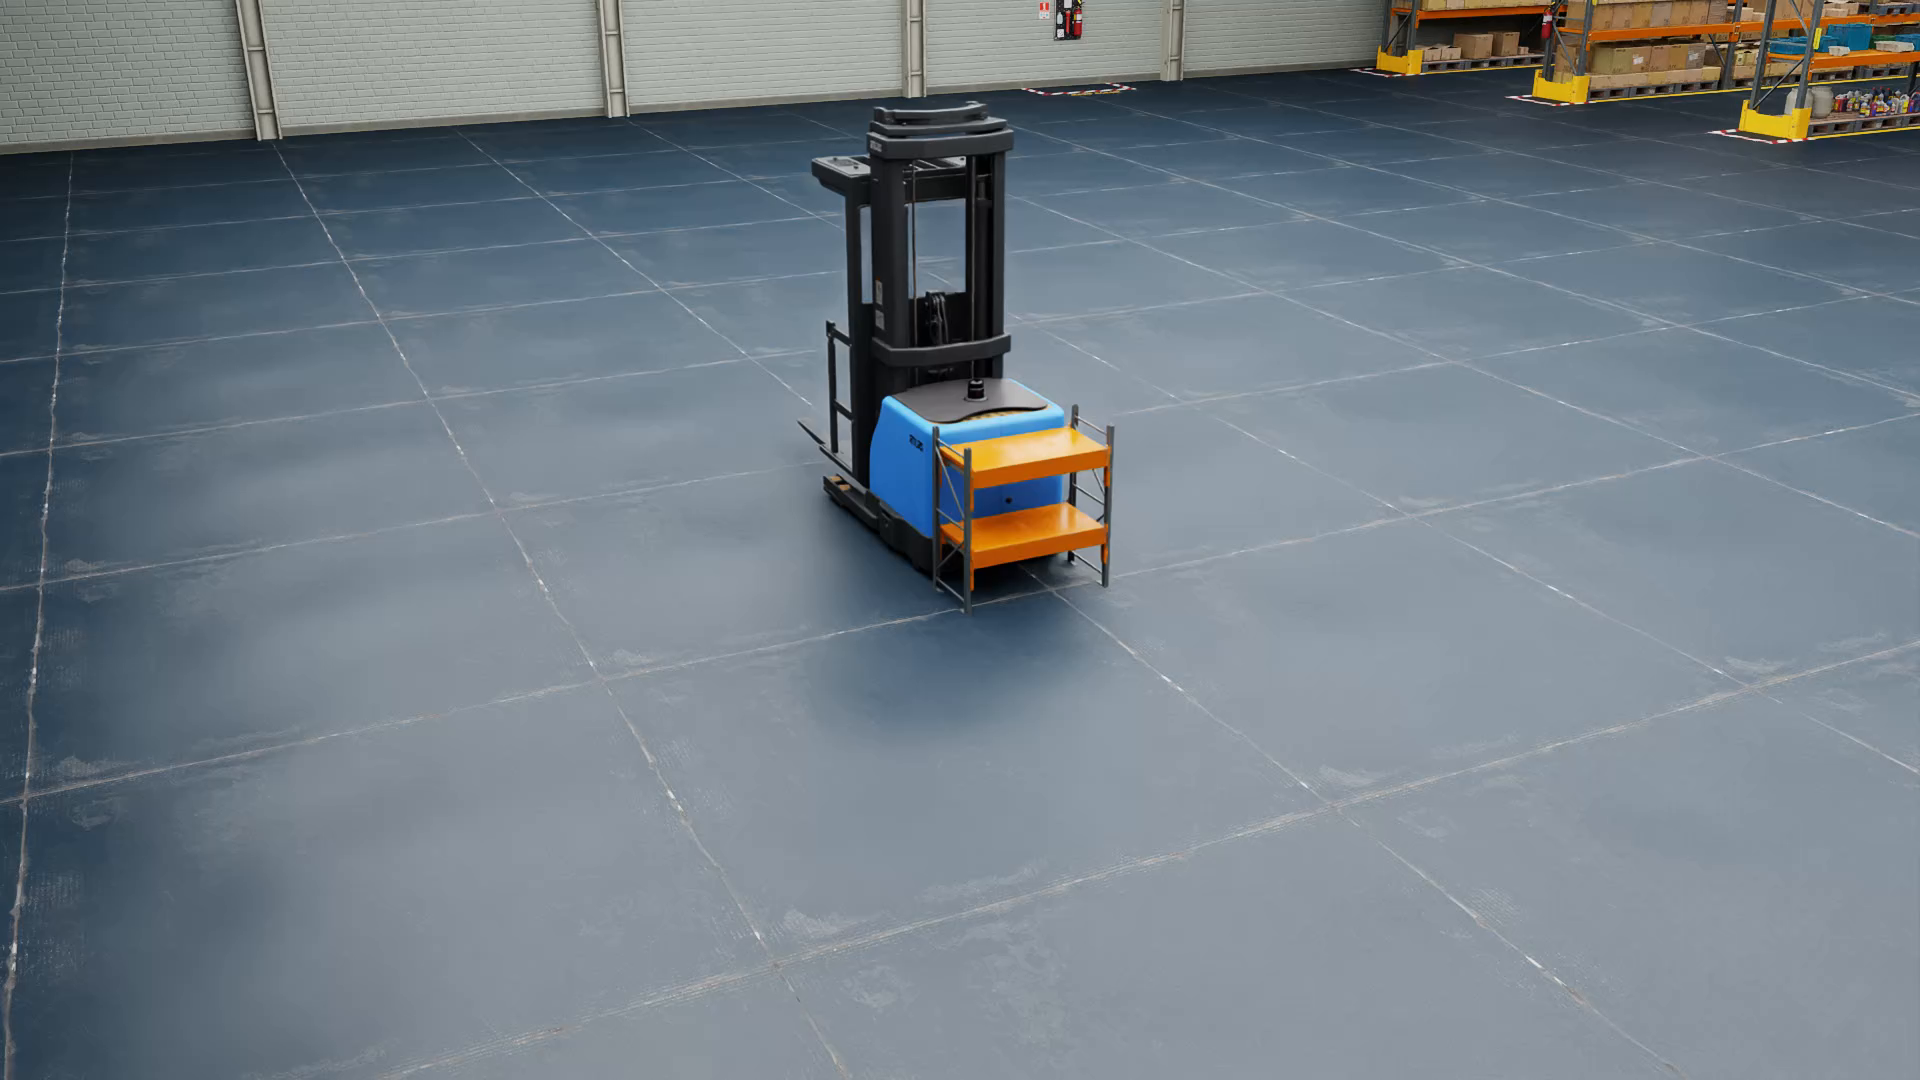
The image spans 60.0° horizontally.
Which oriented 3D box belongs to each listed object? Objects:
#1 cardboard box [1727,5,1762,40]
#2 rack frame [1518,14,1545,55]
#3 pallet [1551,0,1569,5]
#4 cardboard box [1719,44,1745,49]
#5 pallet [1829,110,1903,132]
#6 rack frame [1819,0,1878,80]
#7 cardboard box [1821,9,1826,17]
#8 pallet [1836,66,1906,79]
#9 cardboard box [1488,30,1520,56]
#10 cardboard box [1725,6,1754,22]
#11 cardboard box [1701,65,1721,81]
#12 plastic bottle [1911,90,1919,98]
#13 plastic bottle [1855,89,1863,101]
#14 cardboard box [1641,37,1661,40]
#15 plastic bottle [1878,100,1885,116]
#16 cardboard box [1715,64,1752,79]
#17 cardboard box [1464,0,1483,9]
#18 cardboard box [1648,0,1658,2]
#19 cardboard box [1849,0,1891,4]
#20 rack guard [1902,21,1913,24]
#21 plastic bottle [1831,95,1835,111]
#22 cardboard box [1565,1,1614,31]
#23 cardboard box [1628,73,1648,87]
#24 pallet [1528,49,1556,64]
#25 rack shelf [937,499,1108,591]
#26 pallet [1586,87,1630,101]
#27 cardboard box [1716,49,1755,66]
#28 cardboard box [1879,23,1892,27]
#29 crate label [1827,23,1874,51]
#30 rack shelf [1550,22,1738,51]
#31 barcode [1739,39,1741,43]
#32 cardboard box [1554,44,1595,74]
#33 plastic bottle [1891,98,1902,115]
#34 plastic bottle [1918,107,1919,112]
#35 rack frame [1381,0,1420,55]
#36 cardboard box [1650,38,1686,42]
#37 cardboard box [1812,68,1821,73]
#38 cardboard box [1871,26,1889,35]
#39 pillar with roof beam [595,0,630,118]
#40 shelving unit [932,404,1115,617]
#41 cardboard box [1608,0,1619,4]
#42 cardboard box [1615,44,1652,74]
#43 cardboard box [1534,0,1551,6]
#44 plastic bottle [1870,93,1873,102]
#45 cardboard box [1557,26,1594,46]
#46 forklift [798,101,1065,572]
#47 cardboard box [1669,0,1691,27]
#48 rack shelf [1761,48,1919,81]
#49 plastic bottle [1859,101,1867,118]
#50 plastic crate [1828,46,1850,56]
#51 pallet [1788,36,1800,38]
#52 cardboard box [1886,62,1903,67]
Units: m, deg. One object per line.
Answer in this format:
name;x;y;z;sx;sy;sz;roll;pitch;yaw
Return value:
cardboard box;19.132;-12.662;40.678;0.750;0.750;0.750;-10;24;-22
rack frame;13.252;-12.435;37.869;0.127;3.000;1.000;-10;25;-24
pallet;14.004;-12.423;38.091;1.213;0.211;1.003;-10;25;-24
cardboard box;16.111;-10.166;34.699;0.500;0.311;0.500;-10;24;-22
pallet;15.825;-7.432;29.427;1.213;0.211;1.003;-10;25;-24
rack frame;19.008;-11.392;35.349;0.127;3.000;1.000;-10;25;-24
cardboard box;17.884;-11.045;34.839;0.250;0.149;0.380;-9;24;-20
pallet;19.697;-10.214;36.150;1.213;0.211;1.003;-10;25;-24
cardboard box;12.334;-11.298;37.814;0.500;0.500;0.500;-12;26;-28
cardboard box;15.829;-10.756;34.009;0.500;0.250;0.500;-9;24;-20
cardboard box;15.081;-9.500;33.824;0.500;0.250;0.500;-10;25;-24
plastic bottle;17.031;-7.844;29.665;0.185;0.351;0.144;-10;25;-24
plastic bottle;16.088;-7.908;29.819;0.185;0.351;0.144;-11;25;-24
cardboard box;16.230;-12.010;39.534;0.500;0.500;0.700;-10;25;-23
plastic bottle;16.112;-7.567;29.100;0.097;0.271;0.097;0;22;0
cardboard box;15.875;-9.634;34.147;0.500;0.250;0.500;-11;25;-25
cardboard box;11.149;-11.857;36.641;0.500;0.250;0.500;-11;25;-24
cardboard box;13.406;-10.616;32.496;0.250;0.149;0.380;-11;25;-24
cardboard box;19.527;-11.776;35.596;0.700;0.500;0.500;21;30;41
rack guard;24.087;-13.275;43.165;0.348;0.500;1.175;-10;25;-24
plastic bottle;15.507;-7.787;29.616;0.133;0.283;0.061;-10;24;-22
cardboard box;12.226;-10.184;32.301;0.500;0.500;0.700;-10;25;-24
cardboard box;13.279;-9.168;33.022;0.500;0.250;0.500;-10;25;-24
pallet;13.953;-11.276;38.716;1.213;0.211;1.003;-10;25;-24
rack shelf;0.403;0.020;10.870;1.000;0.278;0.538;-11;25;-24
pallet;12.471;-8.918;33.018;1.213;0.211;1.003;-10;25;-24
cardboard box;15.884;-9.894;34.043;0.500;0.311;0.500;-10;25;-23
cardboard box;23.478;-13.314;42.712;0.500;0.500;0.700;-10;25;-24
crate label;15.486;-8.772;28.974;0.616;0.435;0.502;-10;25;-24
rack shelf;13.602;-10.064;33.083;4.000;0.370;1.077;-10;25;-24
barcode;15.815;-10.119;33.712;0.075;0.075;0.001;-10;25;-24
cardboard box;12.154;-9.527;32.908;0.500;0.500;0.500;-10;25;-24
plastic bottle;16.482;-7.649;29.292;0.135;0.276;0.152;-10;24;-23
plastic bottle;17.094;-7.794;29.545;0.185;0.351;0.144;-11;25;-25
rack frame;9.648;-11.772;36.266;0.127;3.000;1.000;-10;25;-24
cardboard box;14.403;-9.944;33.916;0.500;0.500;0.500;-10;25;-24
cardboard box;17.723;-9.975;34.972;0.500;0.250;0.500;-10;24;-22
cardboard box;19.798;-11.034;36.196;0.500;0.250;0.500;-9;24;-22
pillar with roof beam;-4.448;-10.488;25.322;0.400;9.000;9.100;-10;25;-24
shelving unit;0.403;-0.206;10.776;1.048;1.125;0.538;-11;25;-24
cardboard box;12.483;-10.447;32.086;0.250;0.149;0.380;-11;25;-25
cardboard box;13.274;-9.518;32.888;0.500;0.500;0.500;-10;25;-24
cardboard box;12.957;-12.192;37.452;0.500;0.250;0.500;-10;25;-23
plastic bottle;16.355;-7.904;29.915;0.097;0.271;0.097;0;22;0
cardboard box;14.352;-11.714;38.821;0.500;0.500;0.700;-11;25;-25
forklift;-0.373;-1.666;11.943;1.130;2.935;3.031;-10;25;-23
cardboard box;14.081;-10.527;33.130;0.500;0.500;0.700;-10;25;-23
rack shelf;15.747;-8.357;28.957;4.000;0.370;1.077;-10;25;-24
plastic bottle;15.714;-7.493;28.923;0.097;0.271;0.097;0;22;0
plastic crate;14.891;-8.273;28.159;0.250;0.136;0.298;-10;25;-24
pallet;21.180;-12.573;41.848;1.213;0.211;1.003;-10;25;-24
cardboard box;20.012;-10.506;35.902;0.500;0.500;0.500;-11;25;-26
